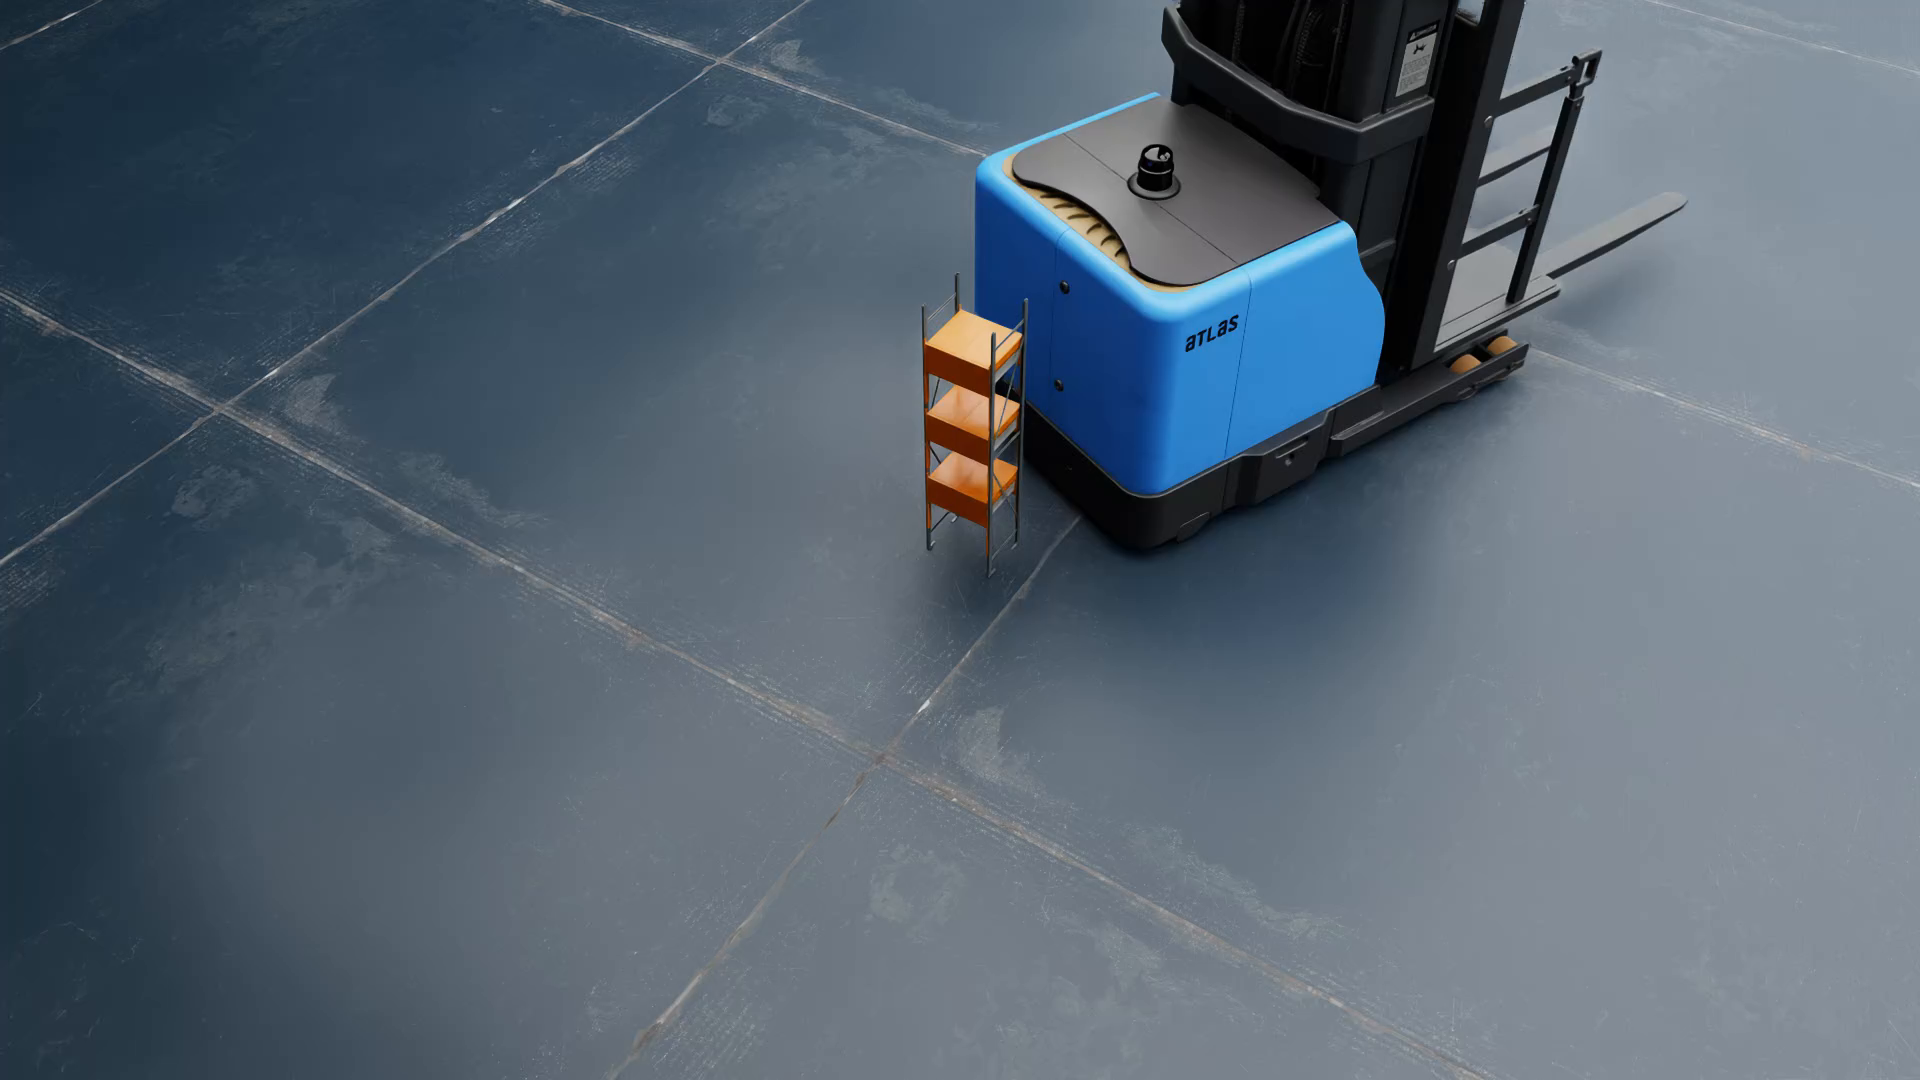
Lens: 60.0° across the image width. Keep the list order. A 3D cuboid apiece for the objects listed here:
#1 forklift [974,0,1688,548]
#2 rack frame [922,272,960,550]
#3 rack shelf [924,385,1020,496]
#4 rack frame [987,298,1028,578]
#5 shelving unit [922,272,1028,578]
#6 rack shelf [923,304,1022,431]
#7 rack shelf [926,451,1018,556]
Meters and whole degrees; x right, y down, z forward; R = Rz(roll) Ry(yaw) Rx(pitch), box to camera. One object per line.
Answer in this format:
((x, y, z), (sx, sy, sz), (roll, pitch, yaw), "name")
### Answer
((1.539, -1.838, 5.492), (3.031, 2.935, 1.130), (-26, 51, -23), "forklift")
((-0.058, -0.392, 5.399), (0.008, 1.050, 0.200), (25, 51, 22), "rack frame")
((0.045, -0.338, 5.361), (0.240, 0.259, 0.215), (25, 51, 22), "rack shelf")
((0.148, -0.298, 5.307), (0.008, 1.050, 0.200), (25, 51, 22), "rack frame")
((0.045, -0.345, 5.353), (0.252, 1.050, 0.215), (25, 51, 22), "shelving unit")
((0.045, -0.536, 5.157), (0.240, 0.259, 0.215), (25, 51, 22), "rack shelf")
((0.045, -0.144, 5.560), (0.240, 0.259, 0.215), (25, 51, 22), "rack shelf")
